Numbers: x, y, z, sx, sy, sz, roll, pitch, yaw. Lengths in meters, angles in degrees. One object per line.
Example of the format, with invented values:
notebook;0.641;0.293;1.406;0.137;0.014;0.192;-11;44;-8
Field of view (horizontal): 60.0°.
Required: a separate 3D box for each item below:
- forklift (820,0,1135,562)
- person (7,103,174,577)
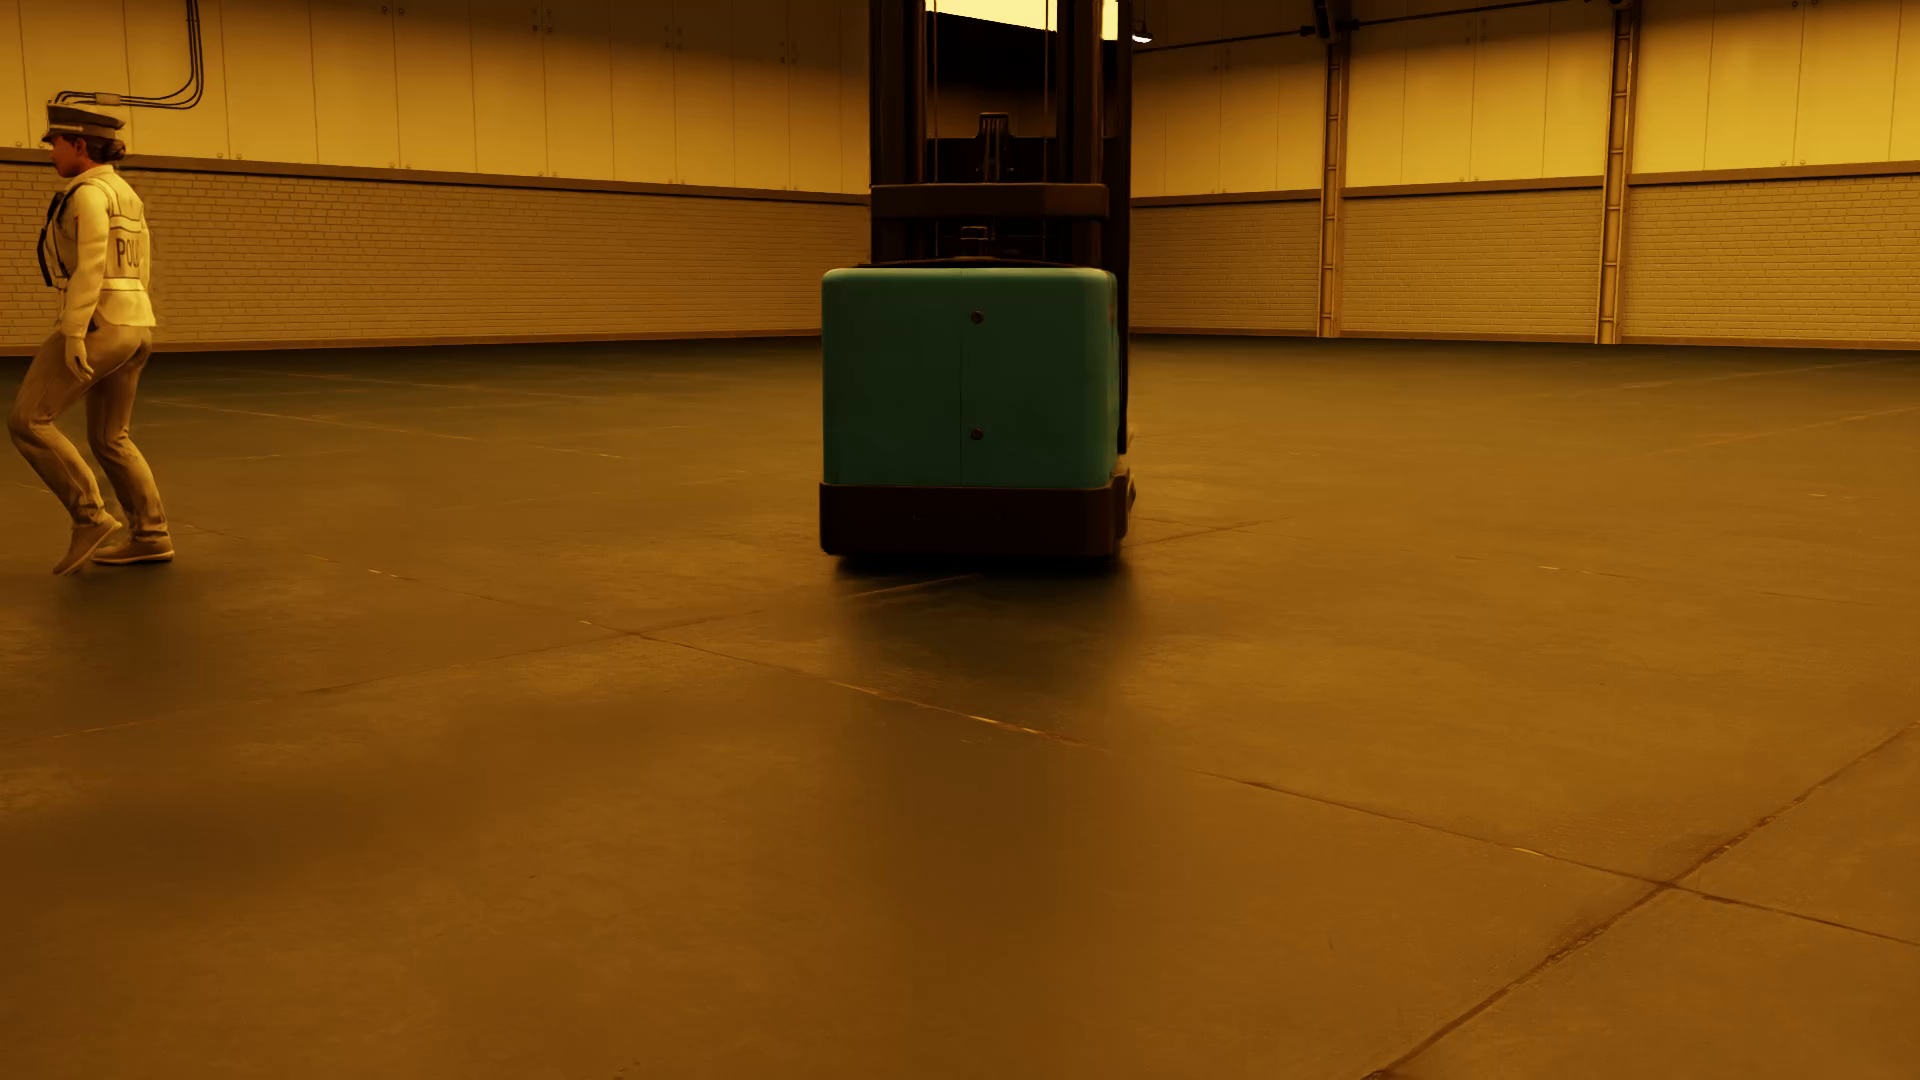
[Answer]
forklift;0.202;-1.550;7.169;1.130;2.935;3.031;1;9;8
person;-3.141;-0.713;5.976;0.450;1.671;0.599;-2;9;-11
